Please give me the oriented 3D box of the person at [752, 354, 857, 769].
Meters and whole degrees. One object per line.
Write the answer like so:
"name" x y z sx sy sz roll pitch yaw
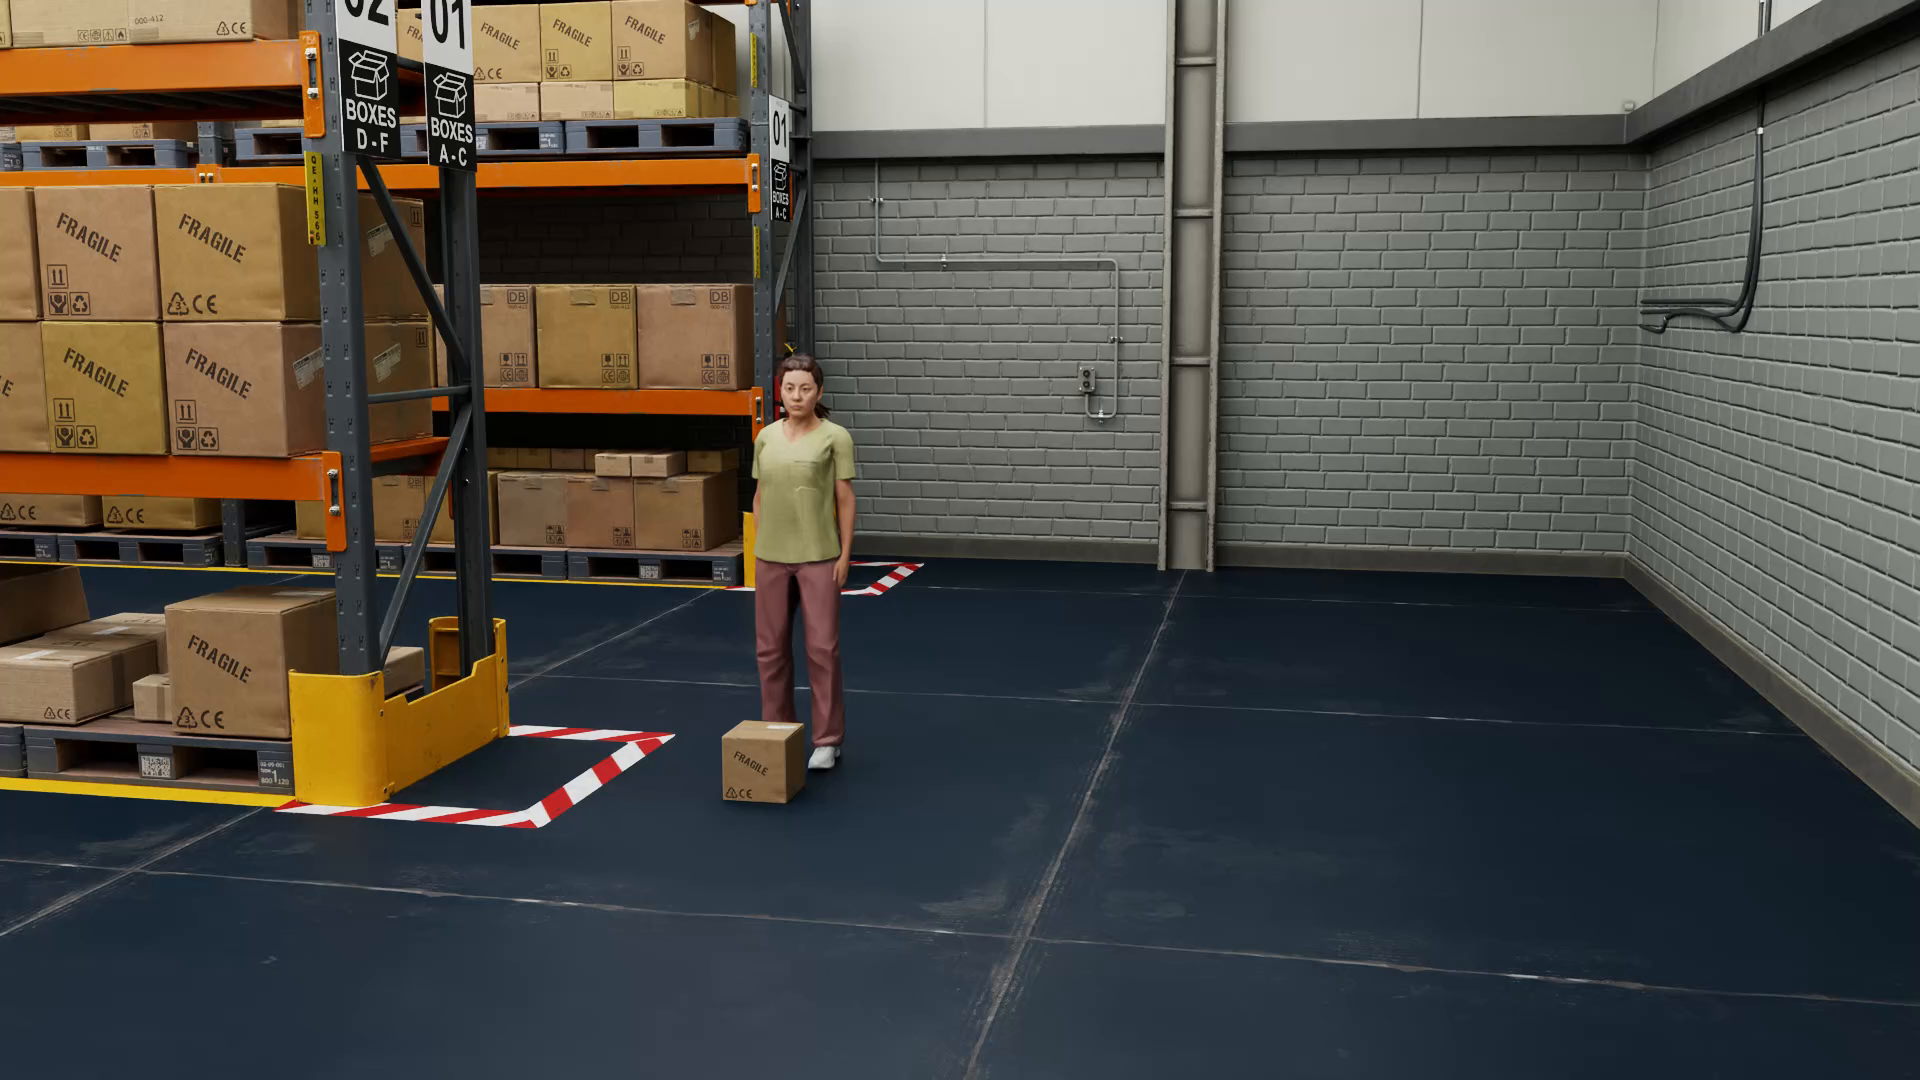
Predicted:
"person" -0.640 0.084 6.755 0.441 1.670 0.362 2 8 12
